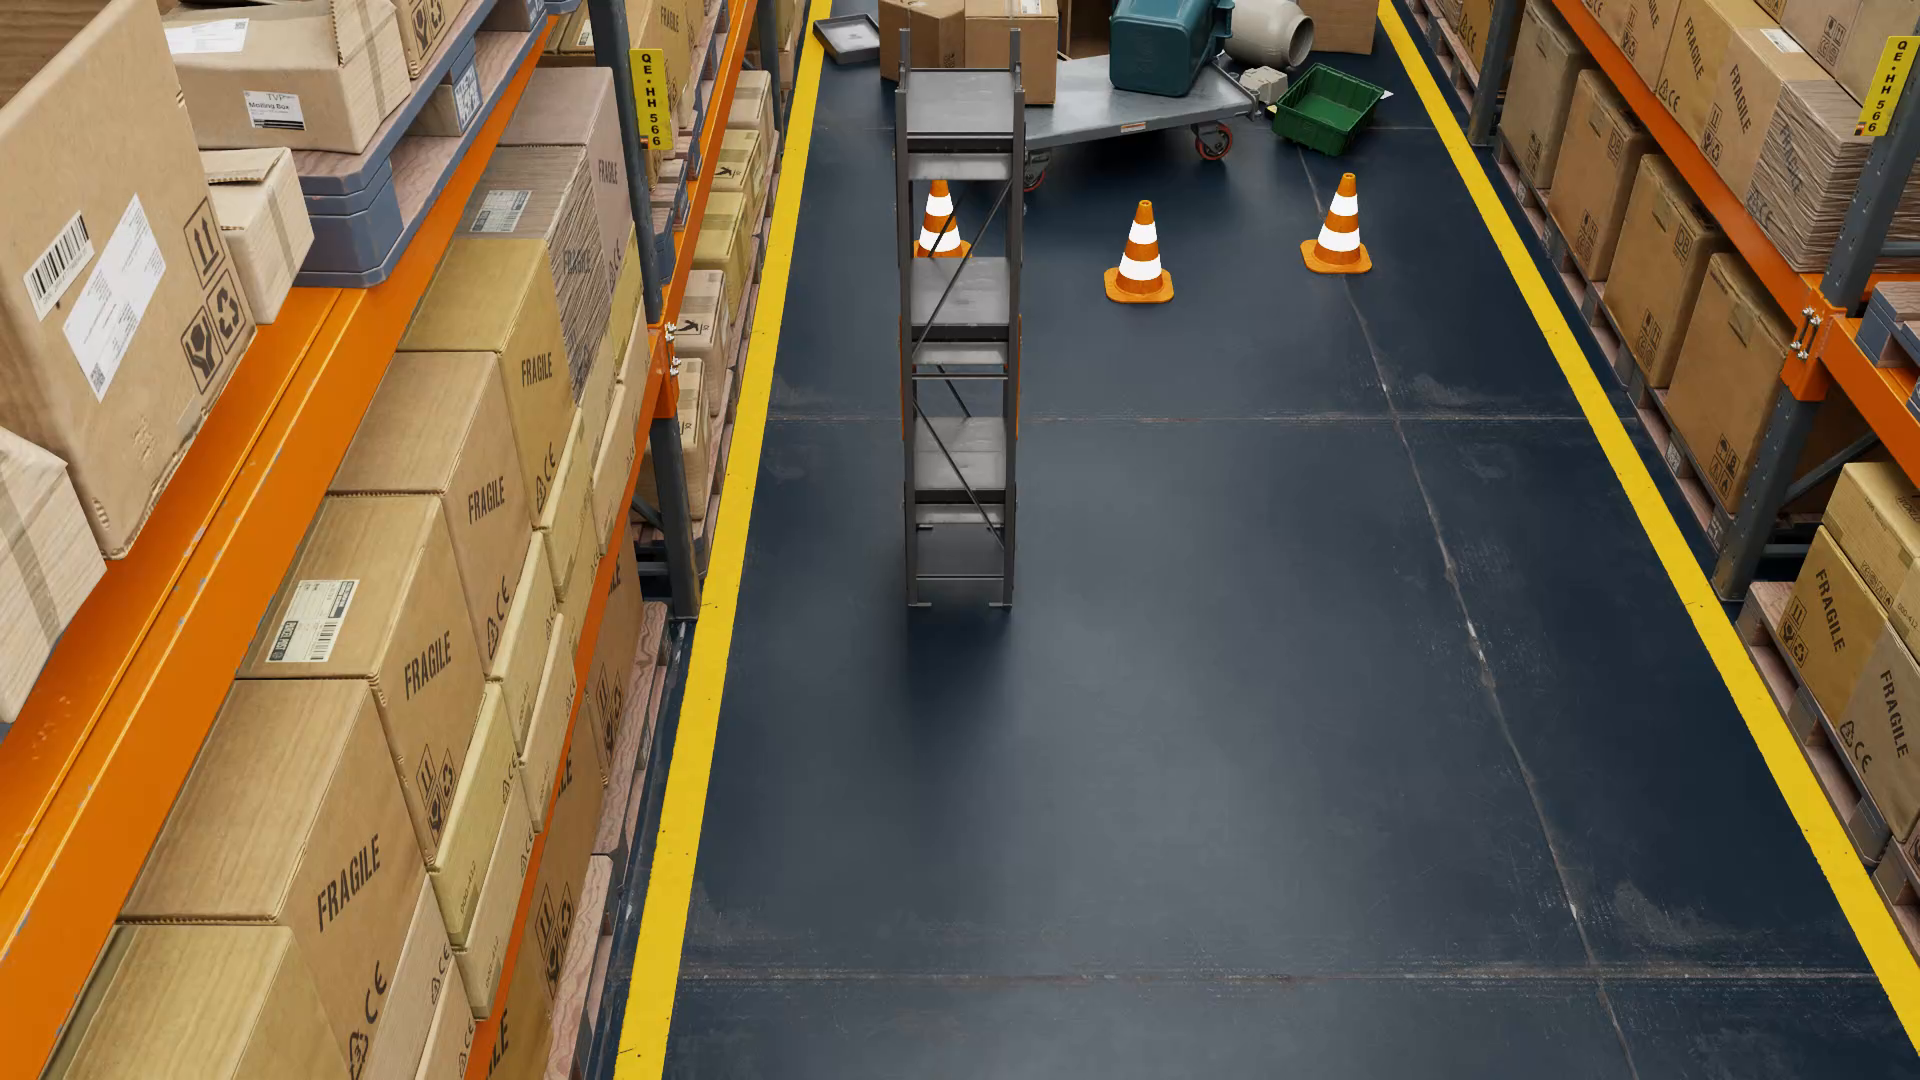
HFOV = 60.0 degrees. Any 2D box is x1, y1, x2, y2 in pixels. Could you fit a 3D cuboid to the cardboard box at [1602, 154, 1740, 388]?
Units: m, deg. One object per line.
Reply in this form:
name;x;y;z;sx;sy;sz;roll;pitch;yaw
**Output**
cardboard box;3.532;-1.178;7.284;1.050;0.750;0.750;1;39;1

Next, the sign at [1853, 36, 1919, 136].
sign;2.892;-1.413;5.189;0.100;0.325;0.005;0;39;0

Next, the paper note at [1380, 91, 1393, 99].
paper note;2.537;-2.727;10.128;0.147;0.020;0.142;-28;46;-30

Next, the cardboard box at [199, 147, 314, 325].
cardboard box;-1.149;-0.431;2.341;0.380;0.166;0.250;-3;39;-3

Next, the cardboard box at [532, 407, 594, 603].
cardboard box;-1.222;-0.090;4.184;0.500;0.250;0.500;-1;39;-1

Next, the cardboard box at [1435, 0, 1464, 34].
cardboard box;3.507;-3.757;10.403;0.875;0.875;0.875;0;39;0

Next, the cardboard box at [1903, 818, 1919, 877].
cardboard box;3.203;0.925;4.860;0.500;0.500;0.500;-1;39;-1

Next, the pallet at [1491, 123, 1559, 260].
pallet;3.519;-1.895;8.946;1.003;0.211;1.213;0;39;0

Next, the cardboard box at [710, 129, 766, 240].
cardboard box;-1.500;-1.760;8.313;0.950;0.372;0.625;2;39;3

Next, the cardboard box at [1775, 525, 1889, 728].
cardboard box;3.193;0.290;5.653;0.500;0.500;0.500;-2;39;-2

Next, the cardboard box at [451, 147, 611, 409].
cardboard box;-1.231;-0.683;4.324;0.500;0.500;0.500;1;39;1

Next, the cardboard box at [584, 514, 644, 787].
cardboard box;-1.585;0.200;5.465;0.875;0.875;0.875;0;39;0

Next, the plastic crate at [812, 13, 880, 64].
plastic crate;-0.689;-3.242;10.731;0.402;0.080;0.583;-13;40;-16

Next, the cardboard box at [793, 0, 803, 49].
cardboard box;-1.250;-3.193;10.198;0.500;0.250;0.500;2;39;3

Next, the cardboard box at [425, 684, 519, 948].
cardboard box;-1.219;0.551;3.384;0.500;0.250;0.500;0;39;1

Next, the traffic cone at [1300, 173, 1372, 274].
traffic cone;1.934;-1.636;8.421;0.336;0.463;0.334;0;39;0

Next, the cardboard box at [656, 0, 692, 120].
cardboard box;-1.279;-1.824;5.973;0.500;0.500;0.500;2;39;2

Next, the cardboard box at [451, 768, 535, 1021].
cardboard box;-1.221;0.743;3.544;0.500;0.250;0.500;0;39;0

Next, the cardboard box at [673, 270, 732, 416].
cardboard box;-1.502;-0.851;7.178;0.950;0.372;0.625;-1;39;-1

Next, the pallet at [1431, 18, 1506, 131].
pallet;3.520;-2.853;10.141;1.003;0.211;1.213;0;39;0

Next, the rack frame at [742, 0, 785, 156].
rack frame;-1.507;-3.399;8.592;1.000;3.000;0.127;0;39;0

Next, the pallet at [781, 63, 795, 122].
pallet;-1.543;-2.731;9.989;1.003;0.211;1.213;0;39;0

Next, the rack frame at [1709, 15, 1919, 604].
rack frame;3.448;-0.964;5.554;1.000;3.000;0.127;0;39;0

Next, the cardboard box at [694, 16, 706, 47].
cardboard box;-1.270;-2.177;6.933;0.380;0.149;0.250;1;39;1

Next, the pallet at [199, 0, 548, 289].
pallet;-1.444;-0.892;3.217;1.003;0.211;1.213;2;39;2

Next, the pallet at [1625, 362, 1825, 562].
pallet;3.522;-0.369;7.042;1.003;0.211;1.213;0;39;0

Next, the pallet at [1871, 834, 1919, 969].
pallet;3.445;1.374;4.867;1.003;0.211;1.213;0;39;0

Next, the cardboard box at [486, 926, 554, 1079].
cardboard box;-1.587;1.317;4.071;0.875;0.875;0.875;1;39;1

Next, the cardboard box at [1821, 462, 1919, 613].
cardboard box;3.206;-0.014;5.432;0.500;0.250;0.500;-2;39;-2

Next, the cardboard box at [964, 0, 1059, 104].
cardboard box;0.273;-2.739;9.162;0.500;0.500;0.500;0;39;0

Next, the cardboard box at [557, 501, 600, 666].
cardboard box;-1.241;0.112;4.332;0.500;0.250;0.500;0;39;-1

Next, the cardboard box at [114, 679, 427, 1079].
cardboard box;-1.239;0.581;2.746;0.500;0.500;0.500;0;39;0

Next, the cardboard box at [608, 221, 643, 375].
cardboard box;-1.248;-0.731;4.984;0.500;0.250;0.500;0;39;0

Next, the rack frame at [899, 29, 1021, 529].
rack frame;0.000;-0.868;6.155;0.400;2.100;0.015;0;39;0

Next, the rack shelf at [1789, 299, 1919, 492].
rack shelf;3.450;0.567;4.219;1.077;0.370;4.000;0;39;0

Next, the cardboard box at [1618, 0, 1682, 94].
cardboard box;3.174;-2.230;7.054;0.500;0.500;0.500;1;39;1

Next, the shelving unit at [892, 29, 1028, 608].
shelving unit;0.000;-0.716;5.964;0.431;2.100;0.503;0;39;0

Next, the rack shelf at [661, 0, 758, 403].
rack shelf;-1.505;-1.867;7.257;1.077;0.370;4.000;0;39;0

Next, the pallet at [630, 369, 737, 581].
pallet;-1.502;-0.298;6.953;1.003;0.211;1.213;0;39;0

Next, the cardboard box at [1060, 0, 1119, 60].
cardboard box;1.031;-3.298;10.354;0.797;0.637;0.503;0;39;0

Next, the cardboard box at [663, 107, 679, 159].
cardboard box;-1.238;-1.515;6.106;0.380;0.149;0.250;-2;39;-3

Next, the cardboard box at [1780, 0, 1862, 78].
cardboard box;3.455;-1.990;5.955;0.700;0.500;0.500;-1;39;-1

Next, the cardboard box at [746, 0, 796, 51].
cardboard box;-1.238;-3.151;9.547;0.500;0.500;0.500;2;39;2

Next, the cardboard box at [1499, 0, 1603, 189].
cardboard box;3.534;-2.363;8.764;1.050;0.750;0.750;0;39;0

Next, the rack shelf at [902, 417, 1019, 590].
rack shelf;0.000;-0.159;6.410;0.431;0.518;0.480;0;39;0

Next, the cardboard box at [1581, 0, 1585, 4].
cardboard box;3.176;-2.860;7.840;0.500;0.500;0.500;0;39;0

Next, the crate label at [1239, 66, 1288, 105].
crate label;1.840;-2.765;10.091;0.298;0.136;0.250;-28;46;-30

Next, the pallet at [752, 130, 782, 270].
pallet;-1.505;-1.824;8.857;1.003;0.211;1.213;0;39;0

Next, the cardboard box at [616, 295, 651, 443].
cardboard box;-1.242;-0.523;5.124;0.500;0.250;0.500;-1;39;-2

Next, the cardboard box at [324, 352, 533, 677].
cardboard box;-1.244;-0.056;3.541;0.500;0.500;0.500;-1;39;-1

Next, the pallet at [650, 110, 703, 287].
pallet;-1.610;-1.268;6.087;1.213;0.211;1.003;0;39;0

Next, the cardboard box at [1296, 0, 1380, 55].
cardboard box;2.415;-3.461;10.667;0.500;0.500;0.500;6;39;8

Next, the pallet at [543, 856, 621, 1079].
pallet;-1.578;1.445;4.778;1.003;0.211;1.213;0;39;0

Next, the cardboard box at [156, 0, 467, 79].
cardboard box;-1.210;-1.169;2.995;0.500;0.500;0.500;0;39;0

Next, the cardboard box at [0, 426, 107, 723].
cardboard box;-1.148;0.009;1.713;0.396;0.266;0.258;0;39;0

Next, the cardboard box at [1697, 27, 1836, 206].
cardboard box;3.179;-1.596;6.264;0.500;0.500;0.500;0;39;0

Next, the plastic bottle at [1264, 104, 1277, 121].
plastic bottle;1.933;-2.490;9.809;0.133;0.061;0.283;-20;43;-23

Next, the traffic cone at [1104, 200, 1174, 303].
traffic cone;0.895;-1.454;8.194;0.336;0.463;0.334;0;39;0

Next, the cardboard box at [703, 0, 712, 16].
cardboard box;-1.279;-2.469;6.778;0.500;0.500;0.500;-1;39;-2
